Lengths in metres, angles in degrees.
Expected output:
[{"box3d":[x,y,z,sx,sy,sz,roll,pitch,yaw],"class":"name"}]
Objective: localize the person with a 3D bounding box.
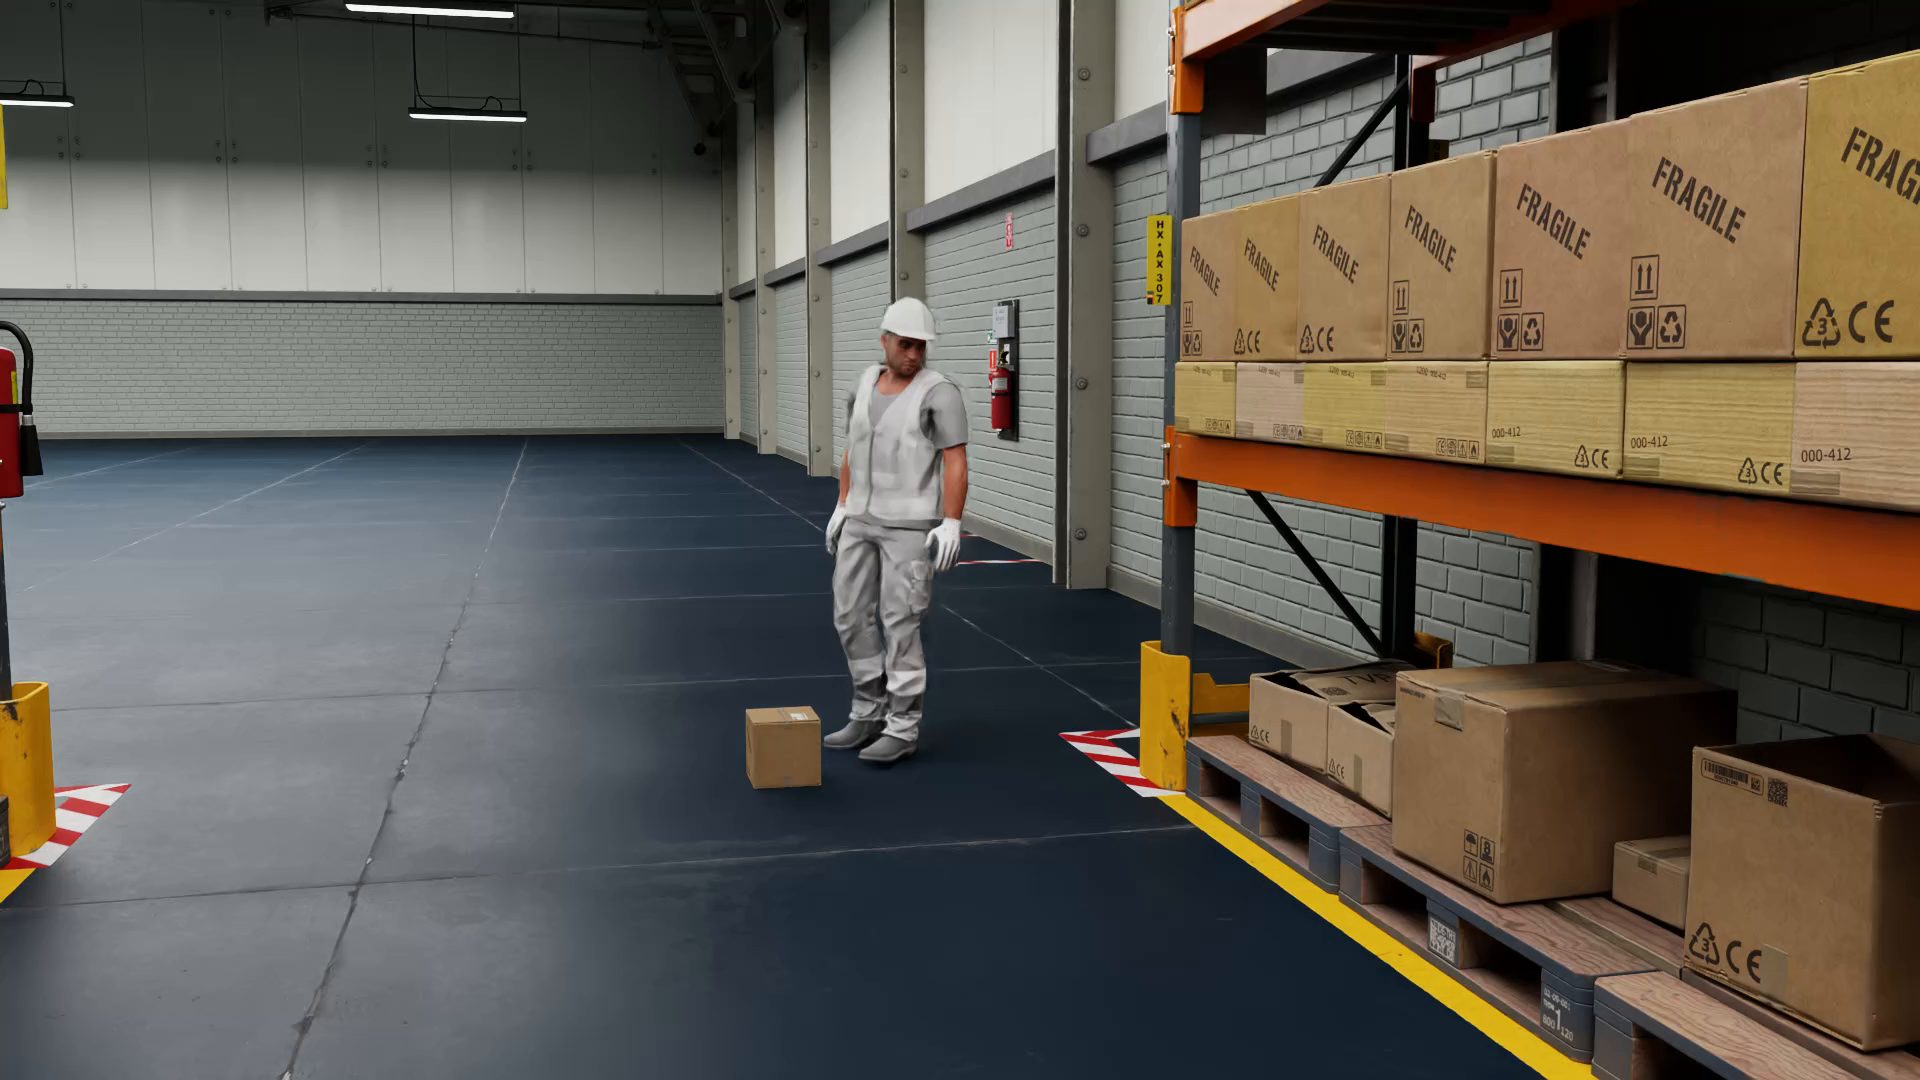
[{"box3d":[-0.290,-0.029,6.477,0.721,1.812,0.419,5,8,39],"class":"person"}]
